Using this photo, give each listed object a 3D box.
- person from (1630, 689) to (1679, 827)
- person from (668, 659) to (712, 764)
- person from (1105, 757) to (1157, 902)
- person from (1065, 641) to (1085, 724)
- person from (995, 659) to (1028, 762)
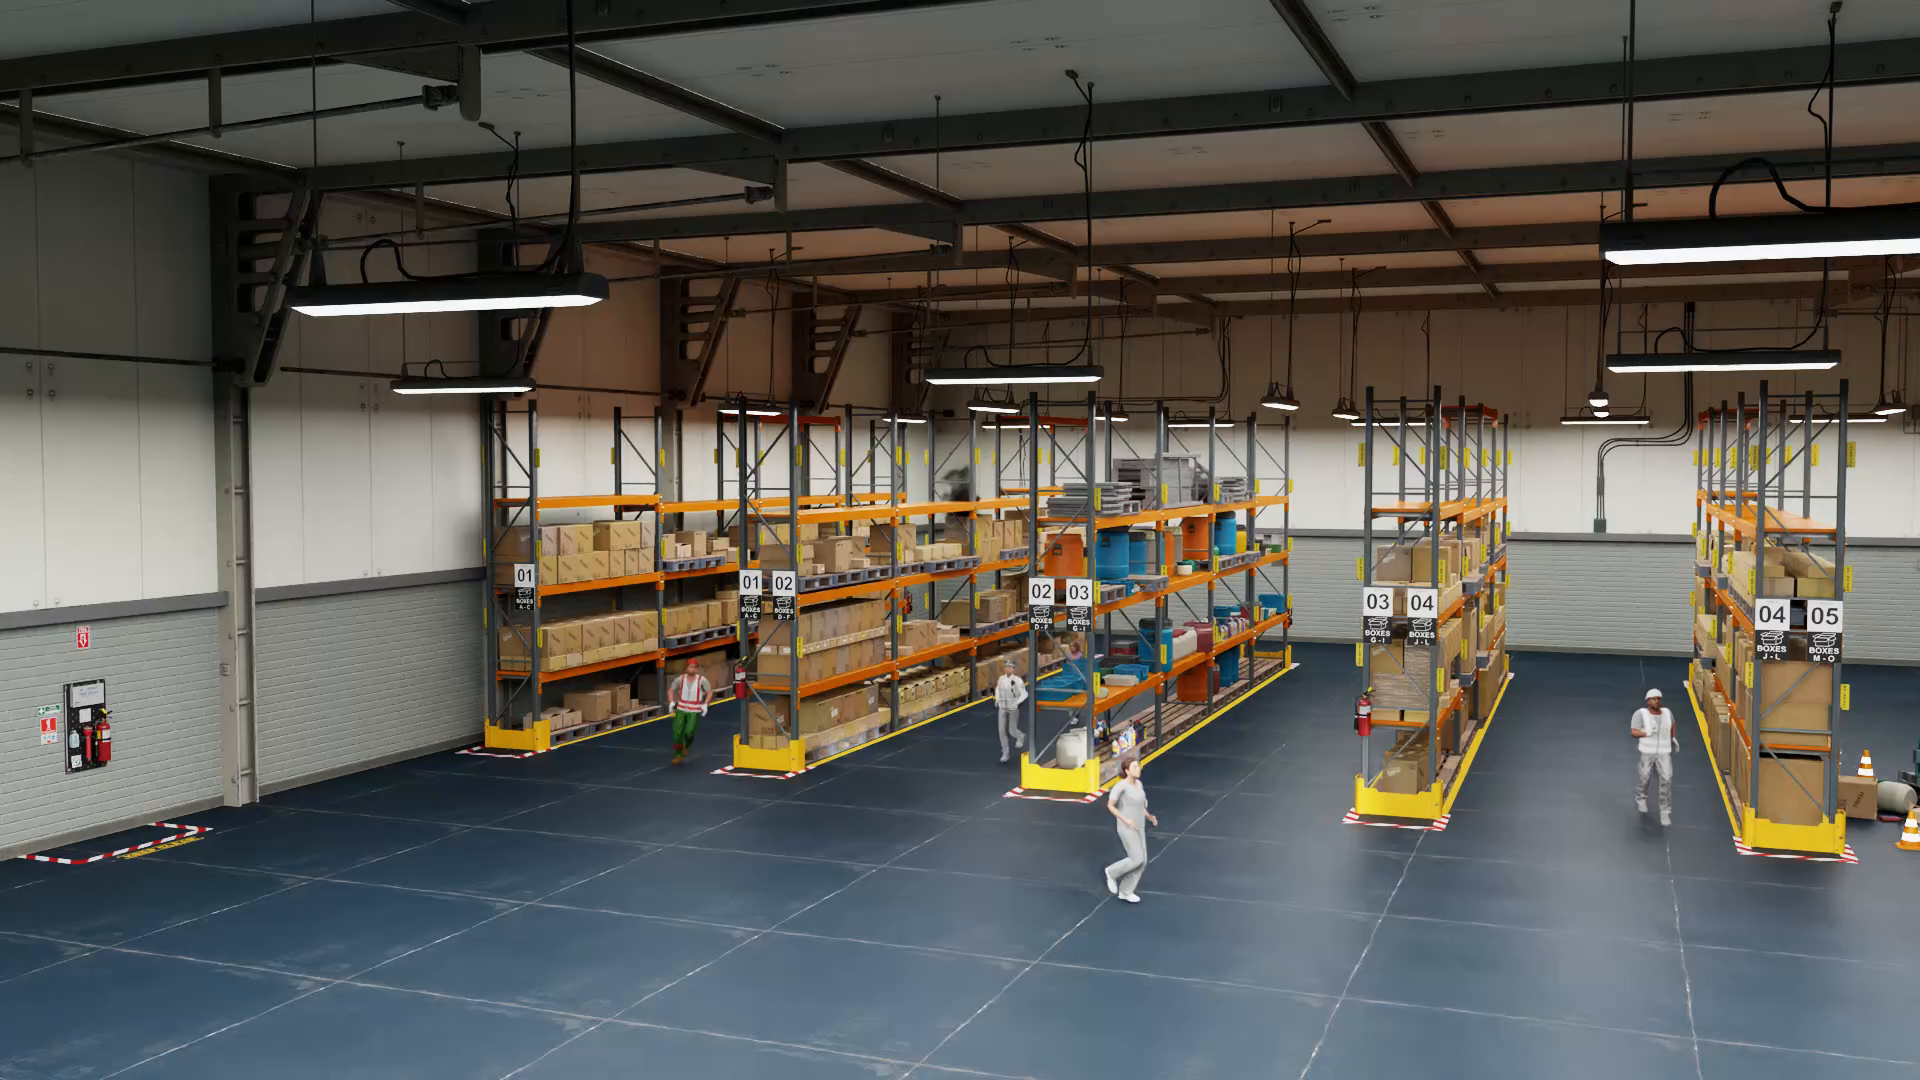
[{"bbox_3d":[9.582,2.966,22.947,0.667,1.836,0.828,0,3,10],"label":"person"},{"bbox_3d":[-4.440,2.804,27.217,0.711,1.730,0.537,0,3,1],"label":"person"},{"bbox_3d":[1.924,3.258,18.775,0.554,1.624,0.546,3,4,44],"label":"person"},{"bbox_3d":[2.146,2.678,31.218,0.521,1.567,0.540,1,3,24],"label":"person"},{"bbox_3d":[0.831,2.813,27.717,0.618,1.687,0.781,1,3,23],"label":"person"}]
